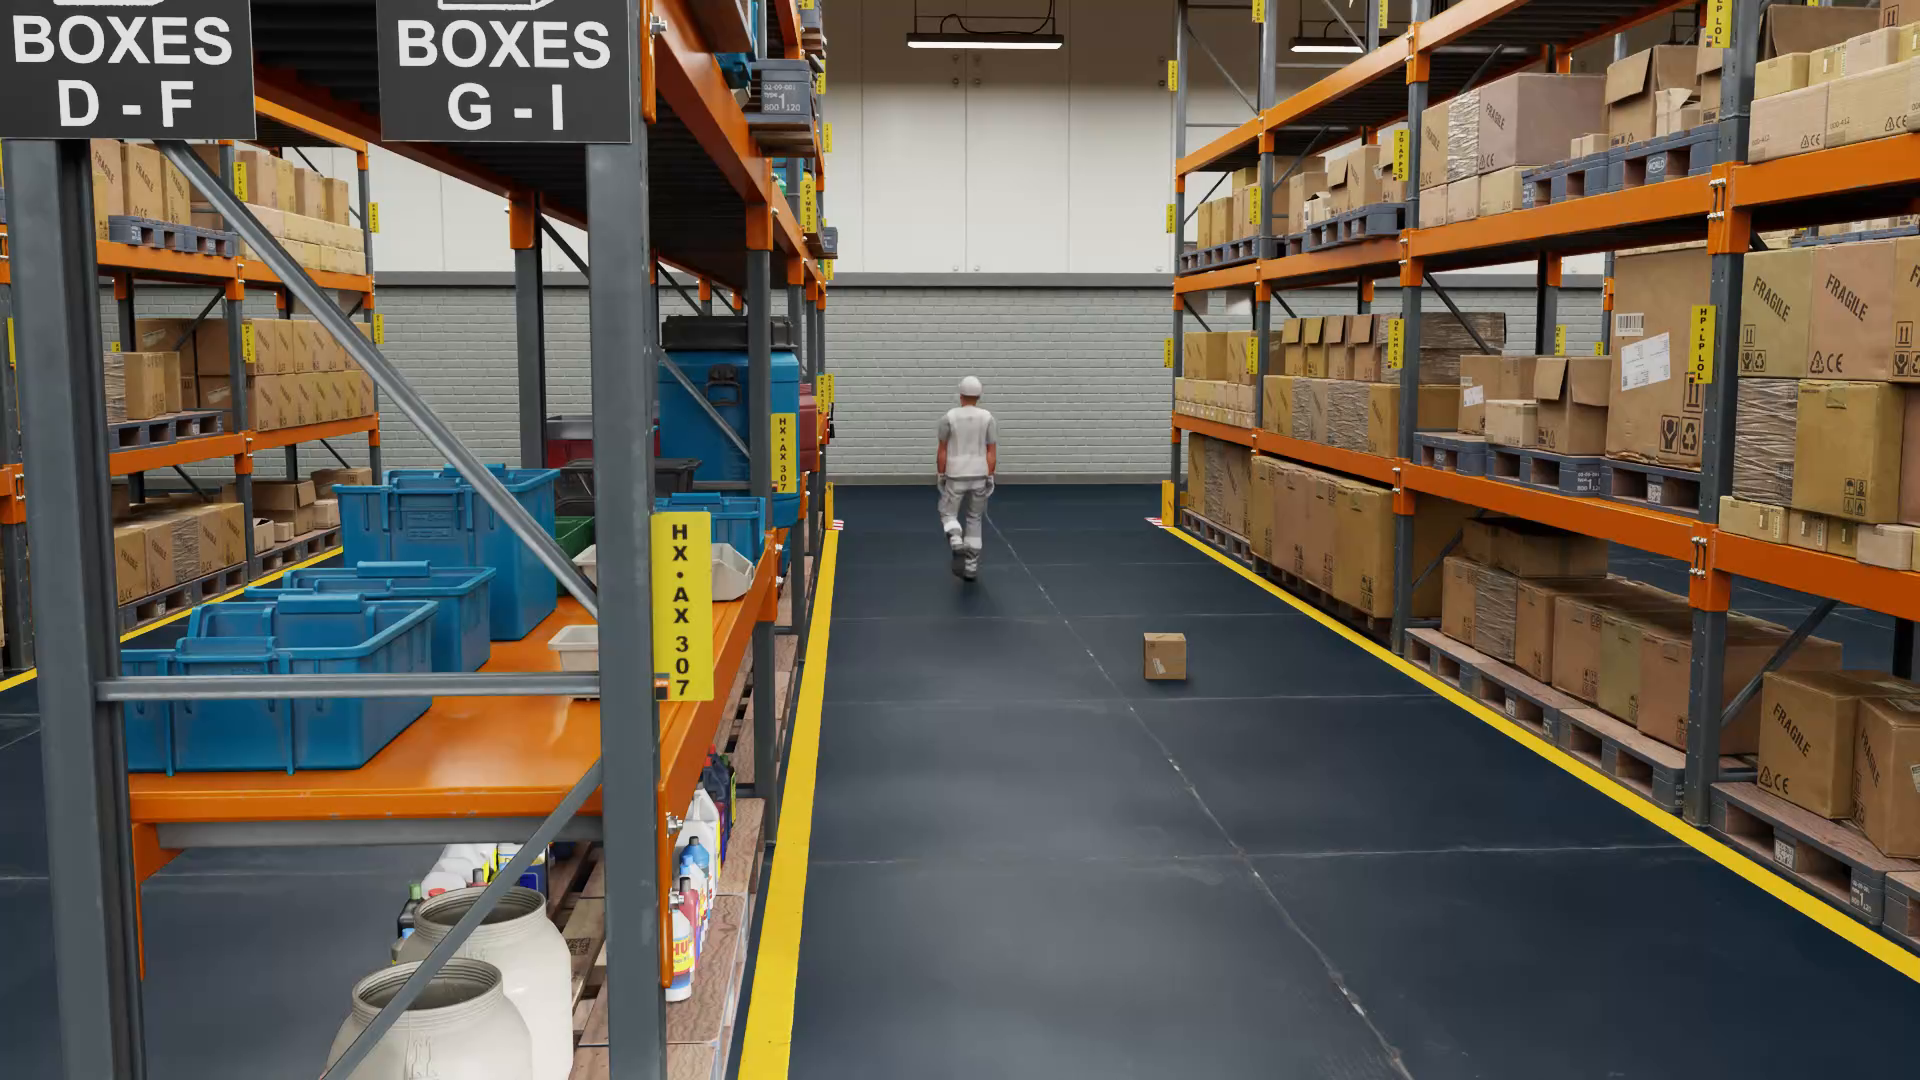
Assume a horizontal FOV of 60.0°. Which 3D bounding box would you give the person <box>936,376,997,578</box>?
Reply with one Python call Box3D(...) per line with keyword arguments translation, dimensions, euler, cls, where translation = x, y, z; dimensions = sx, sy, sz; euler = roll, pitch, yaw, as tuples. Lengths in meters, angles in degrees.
Box3D(translation=(0.057, -0.542, 14.548), dimensions=(0.531, 1.776, 0.607), euler=(-1, 7, -8), cls="person")
